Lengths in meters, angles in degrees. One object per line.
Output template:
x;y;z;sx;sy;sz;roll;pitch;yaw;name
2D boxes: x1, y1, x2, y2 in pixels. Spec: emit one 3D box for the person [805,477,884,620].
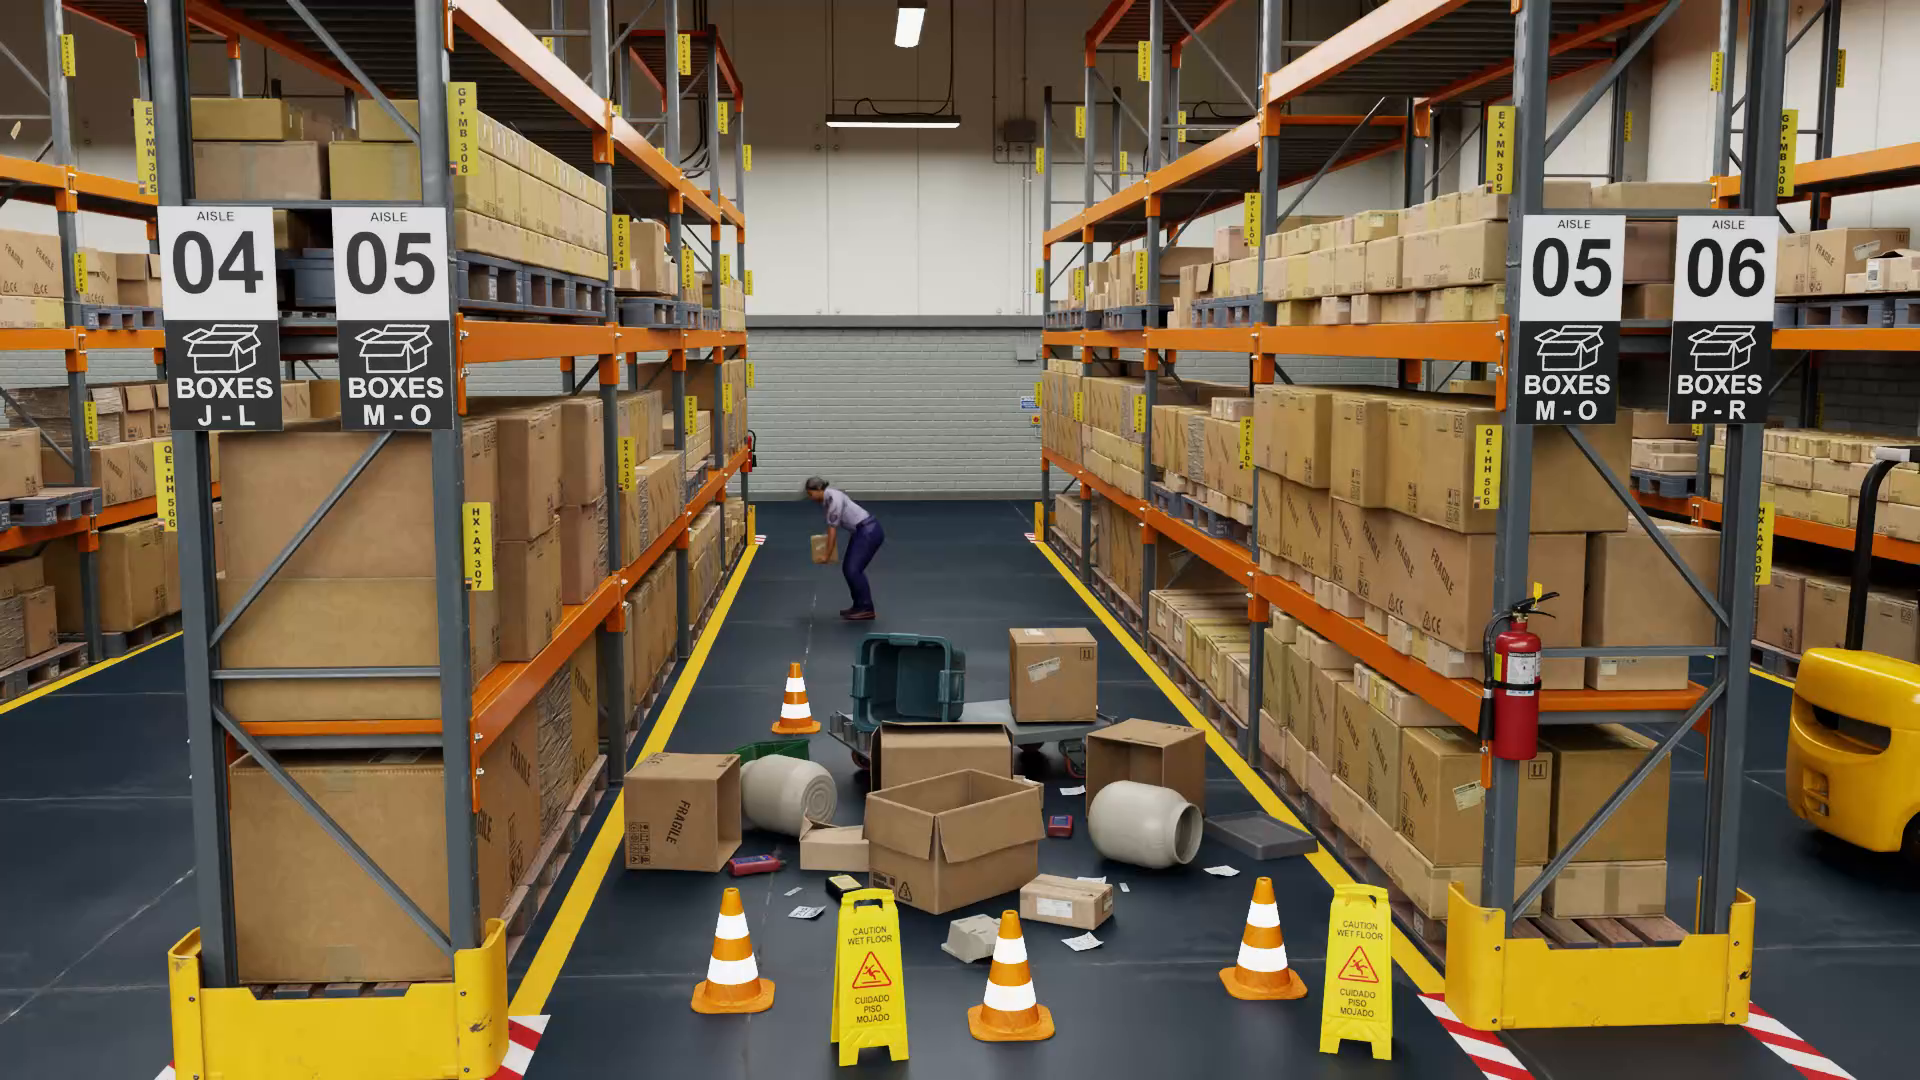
-1.128;0.071;16.315;0.765;1.394;0.451;-1;7;-5;person
